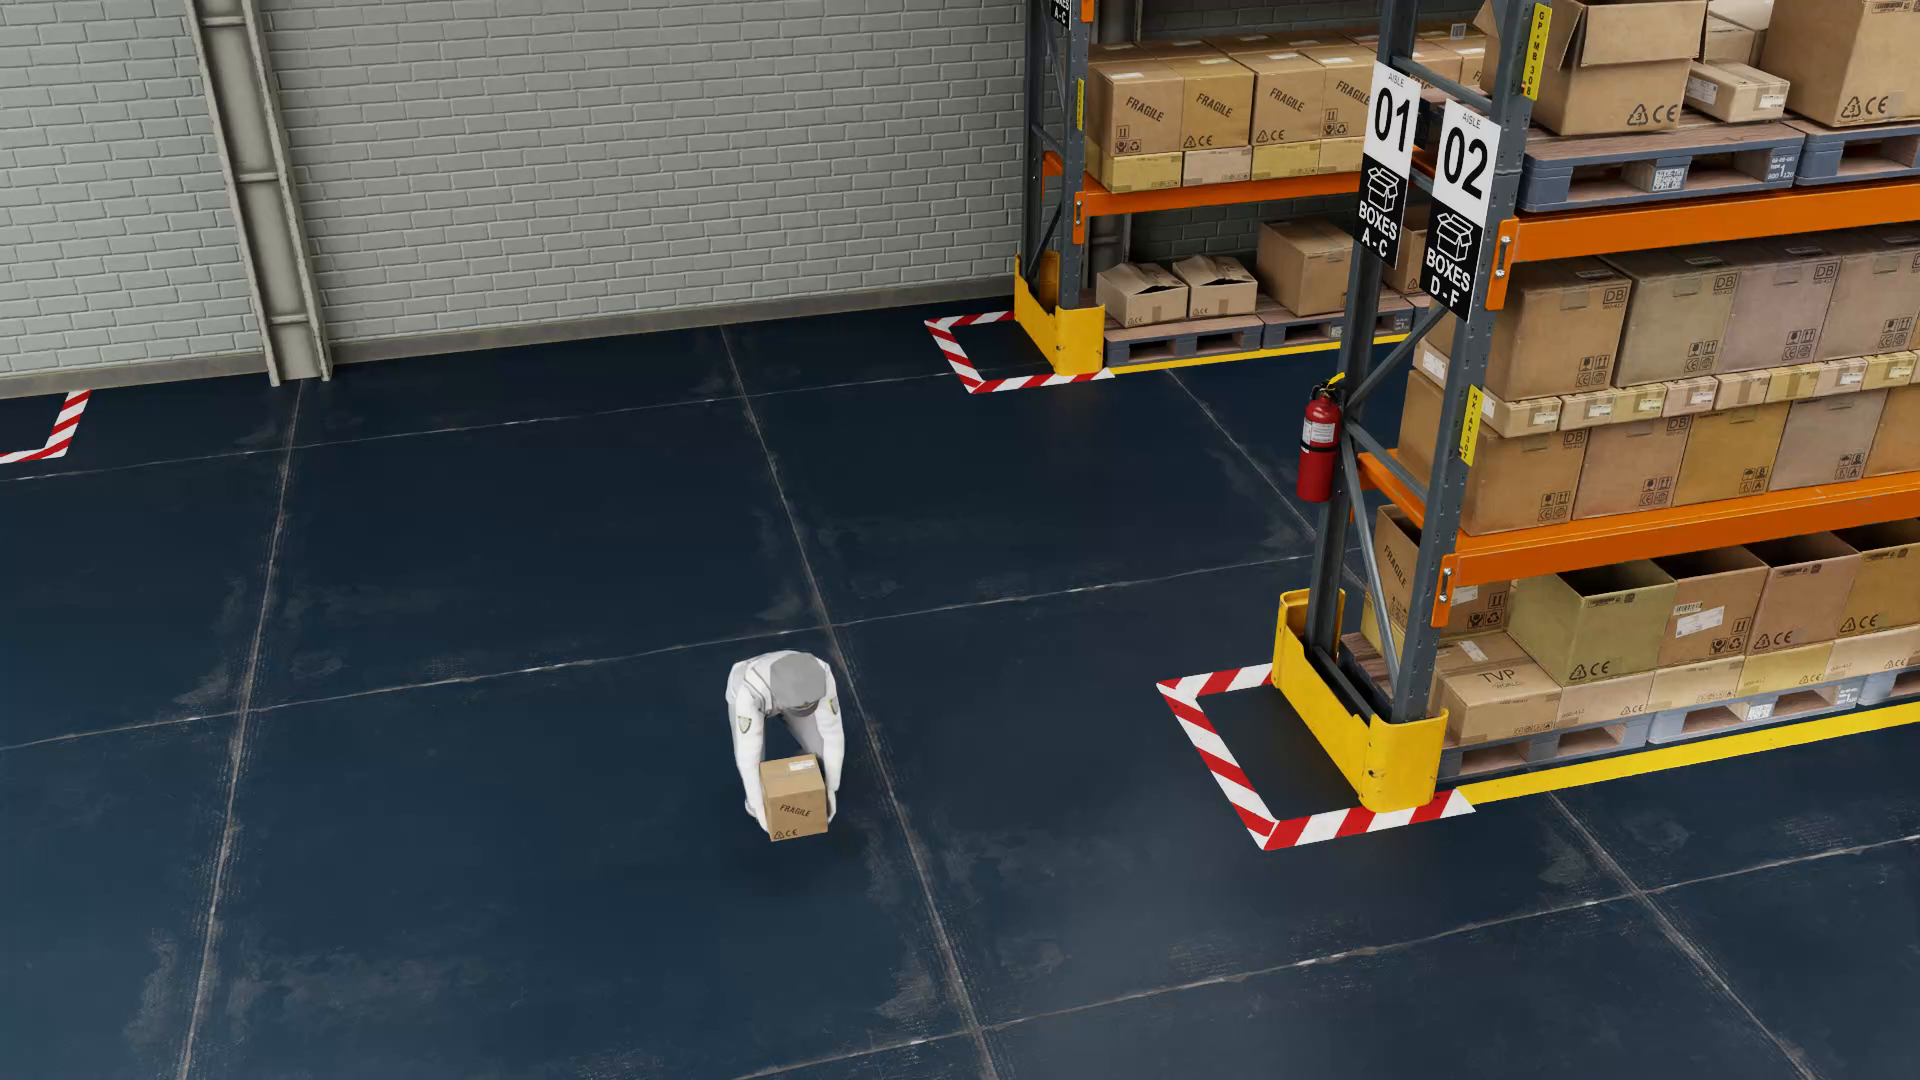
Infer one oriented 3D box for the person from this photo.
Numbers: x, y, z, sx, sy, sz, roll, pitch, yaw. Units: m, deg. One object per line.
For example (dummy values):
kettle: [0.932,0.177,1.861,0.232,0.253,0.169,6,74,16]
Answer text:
person: [-0.797,0.817,7.523,0.484,0.983,0.816,-8,31,-13]
